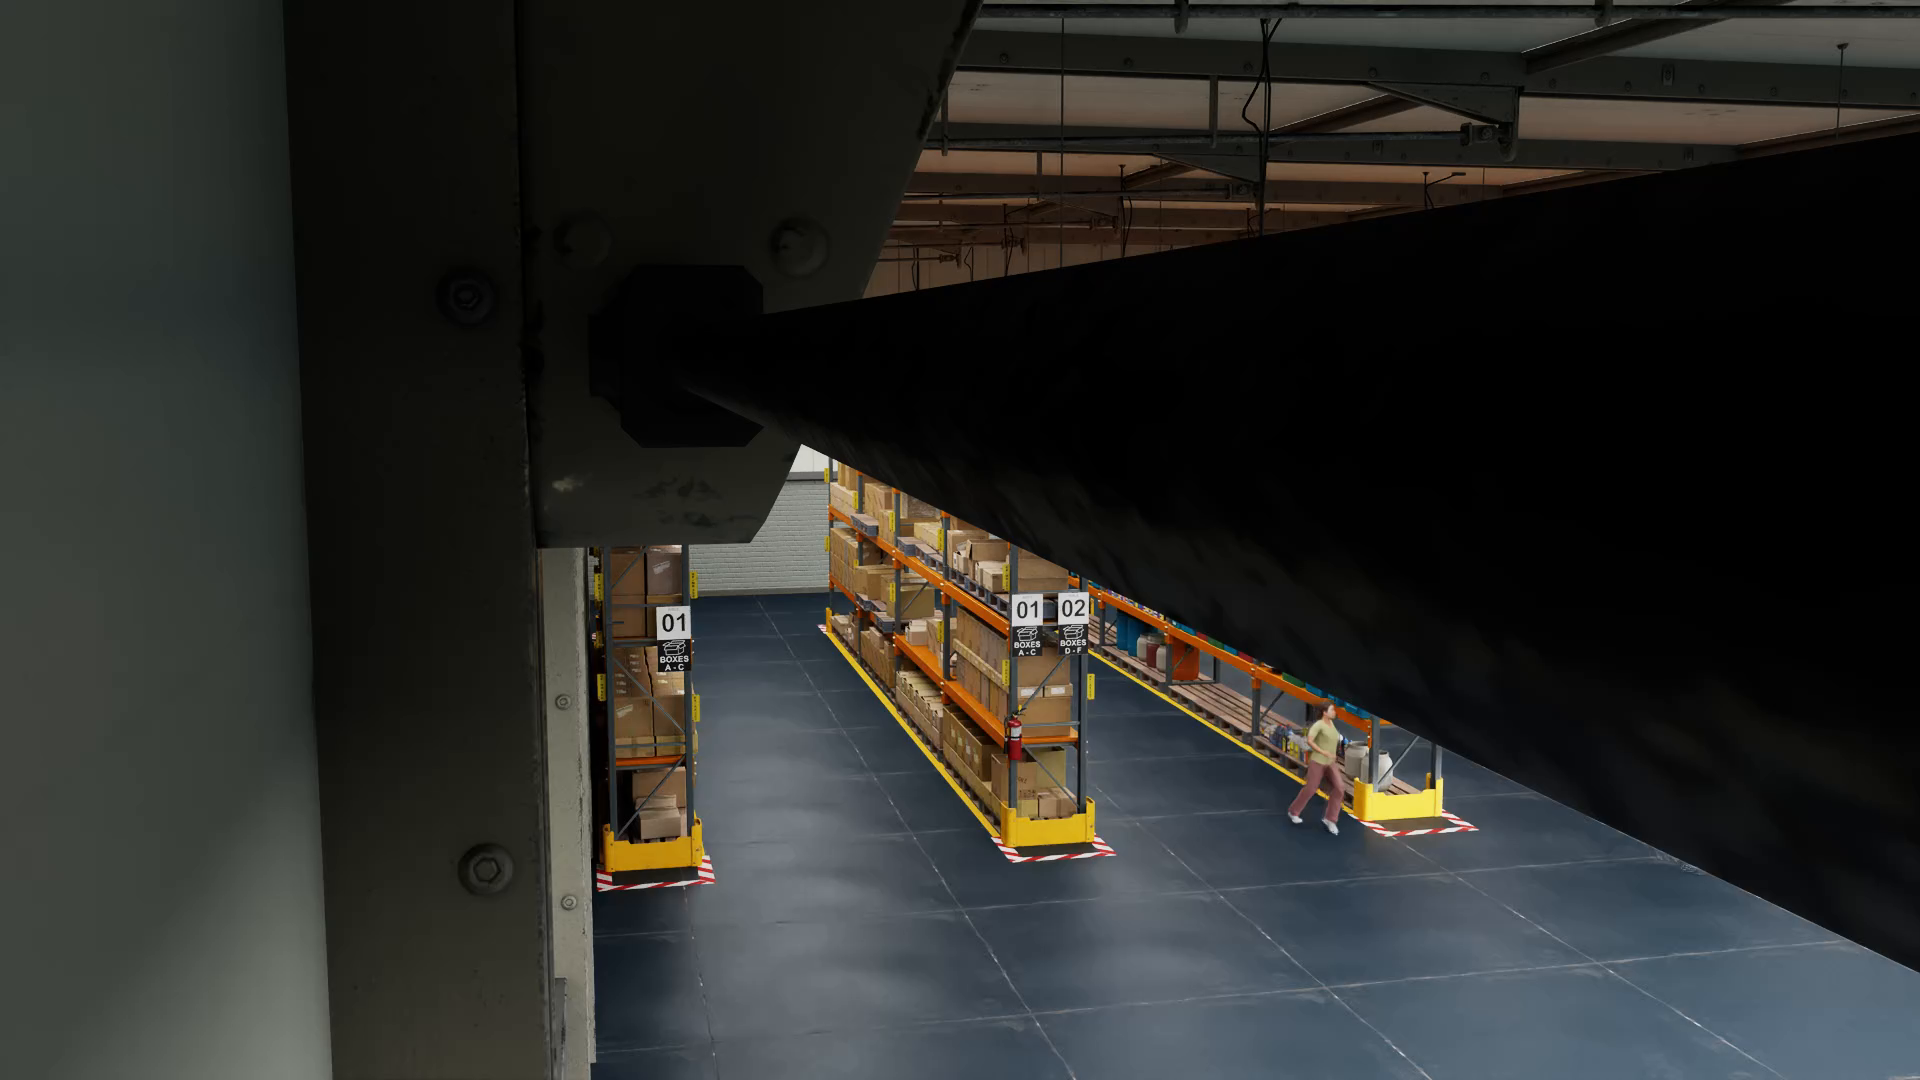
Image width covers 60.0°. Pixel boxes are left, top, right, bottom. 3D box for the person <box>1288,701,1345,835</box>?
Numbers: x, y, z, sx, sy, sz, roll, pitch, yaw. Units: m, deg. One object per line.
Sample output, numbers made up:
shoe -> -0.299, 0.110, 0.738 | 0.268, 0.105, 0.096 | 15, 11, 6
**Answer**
person -> 4.747, 2.938, 21.764 | 0.643, 1.688, 0.760 | -6, 9, -39
